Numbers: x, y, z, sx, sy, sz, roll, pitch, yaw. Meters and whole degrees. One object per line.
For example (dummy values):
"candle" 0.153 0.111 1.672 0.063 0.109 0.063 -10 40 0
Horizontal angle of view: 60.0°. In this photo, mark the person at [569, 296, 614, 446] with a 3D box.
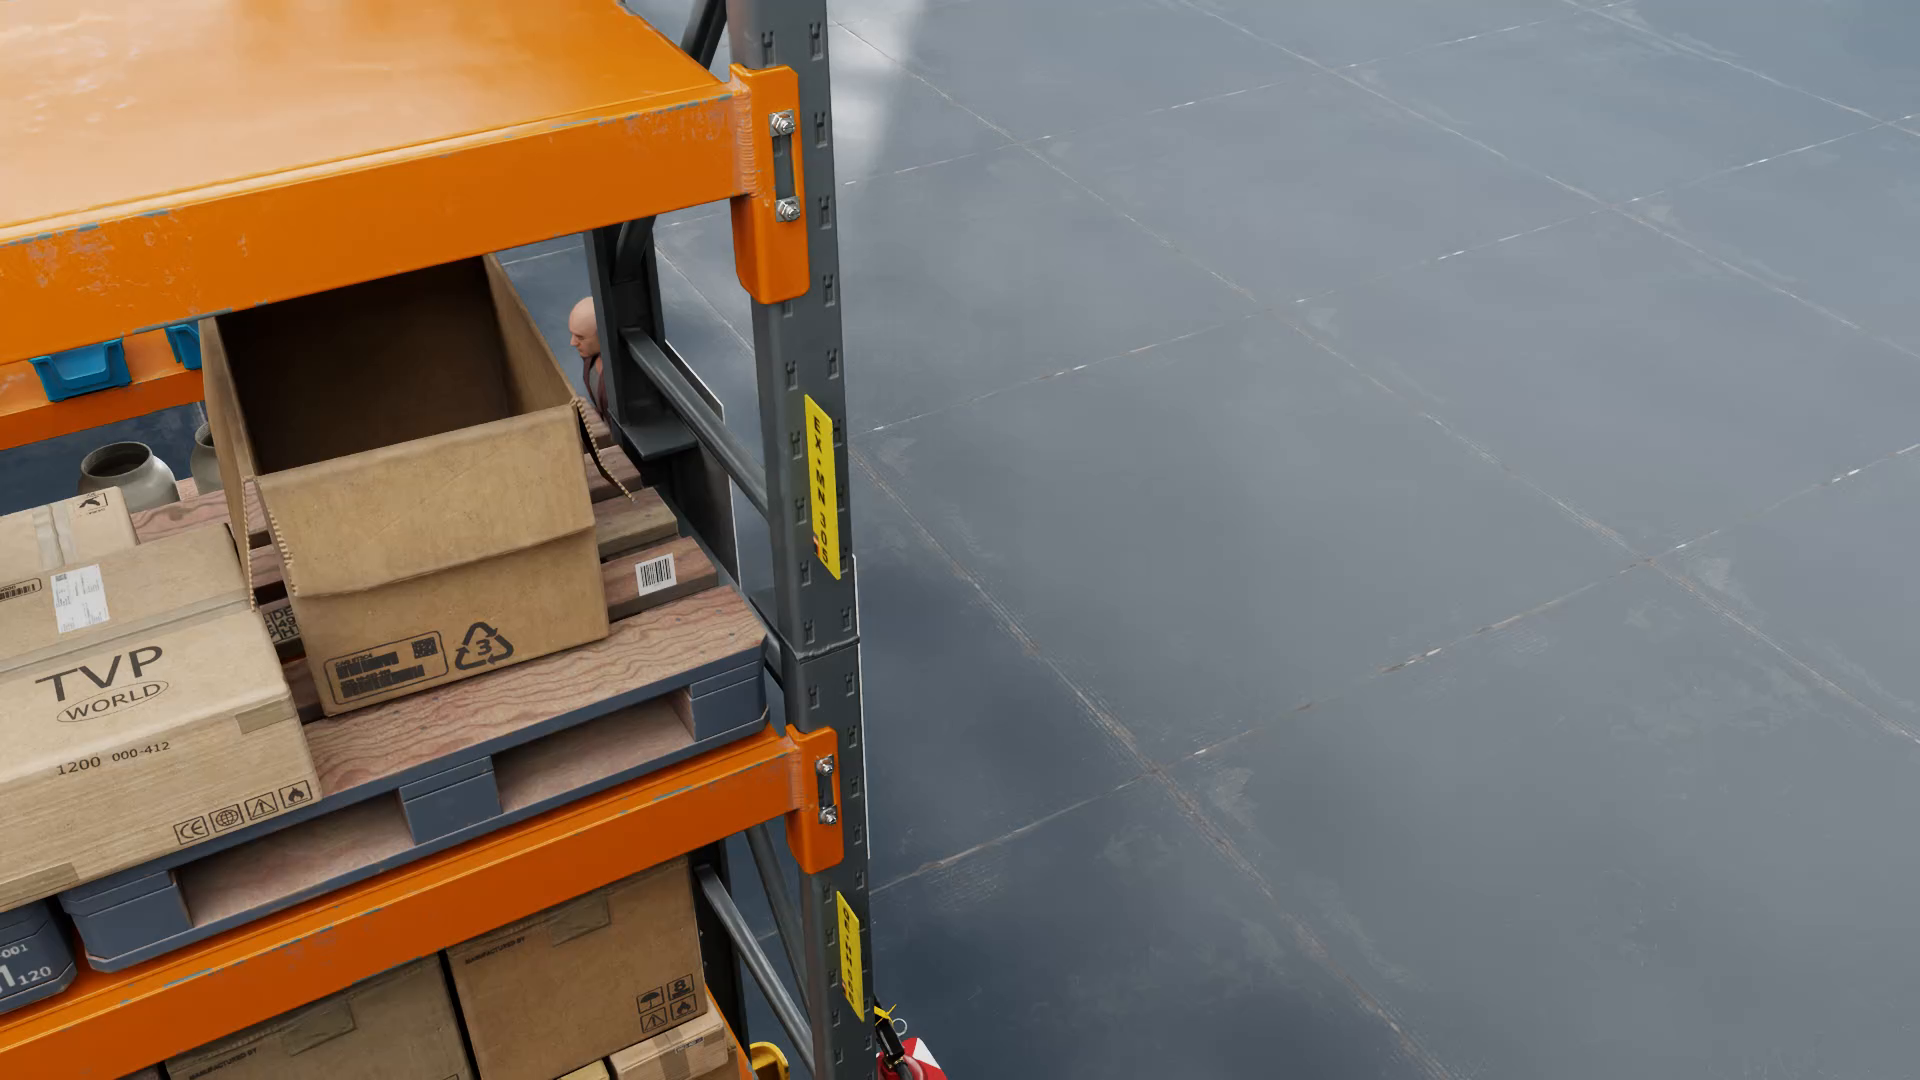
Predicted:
"person" -1.467 -0.298 7.348 0.419 1.774 0.647 -19 41 -24
